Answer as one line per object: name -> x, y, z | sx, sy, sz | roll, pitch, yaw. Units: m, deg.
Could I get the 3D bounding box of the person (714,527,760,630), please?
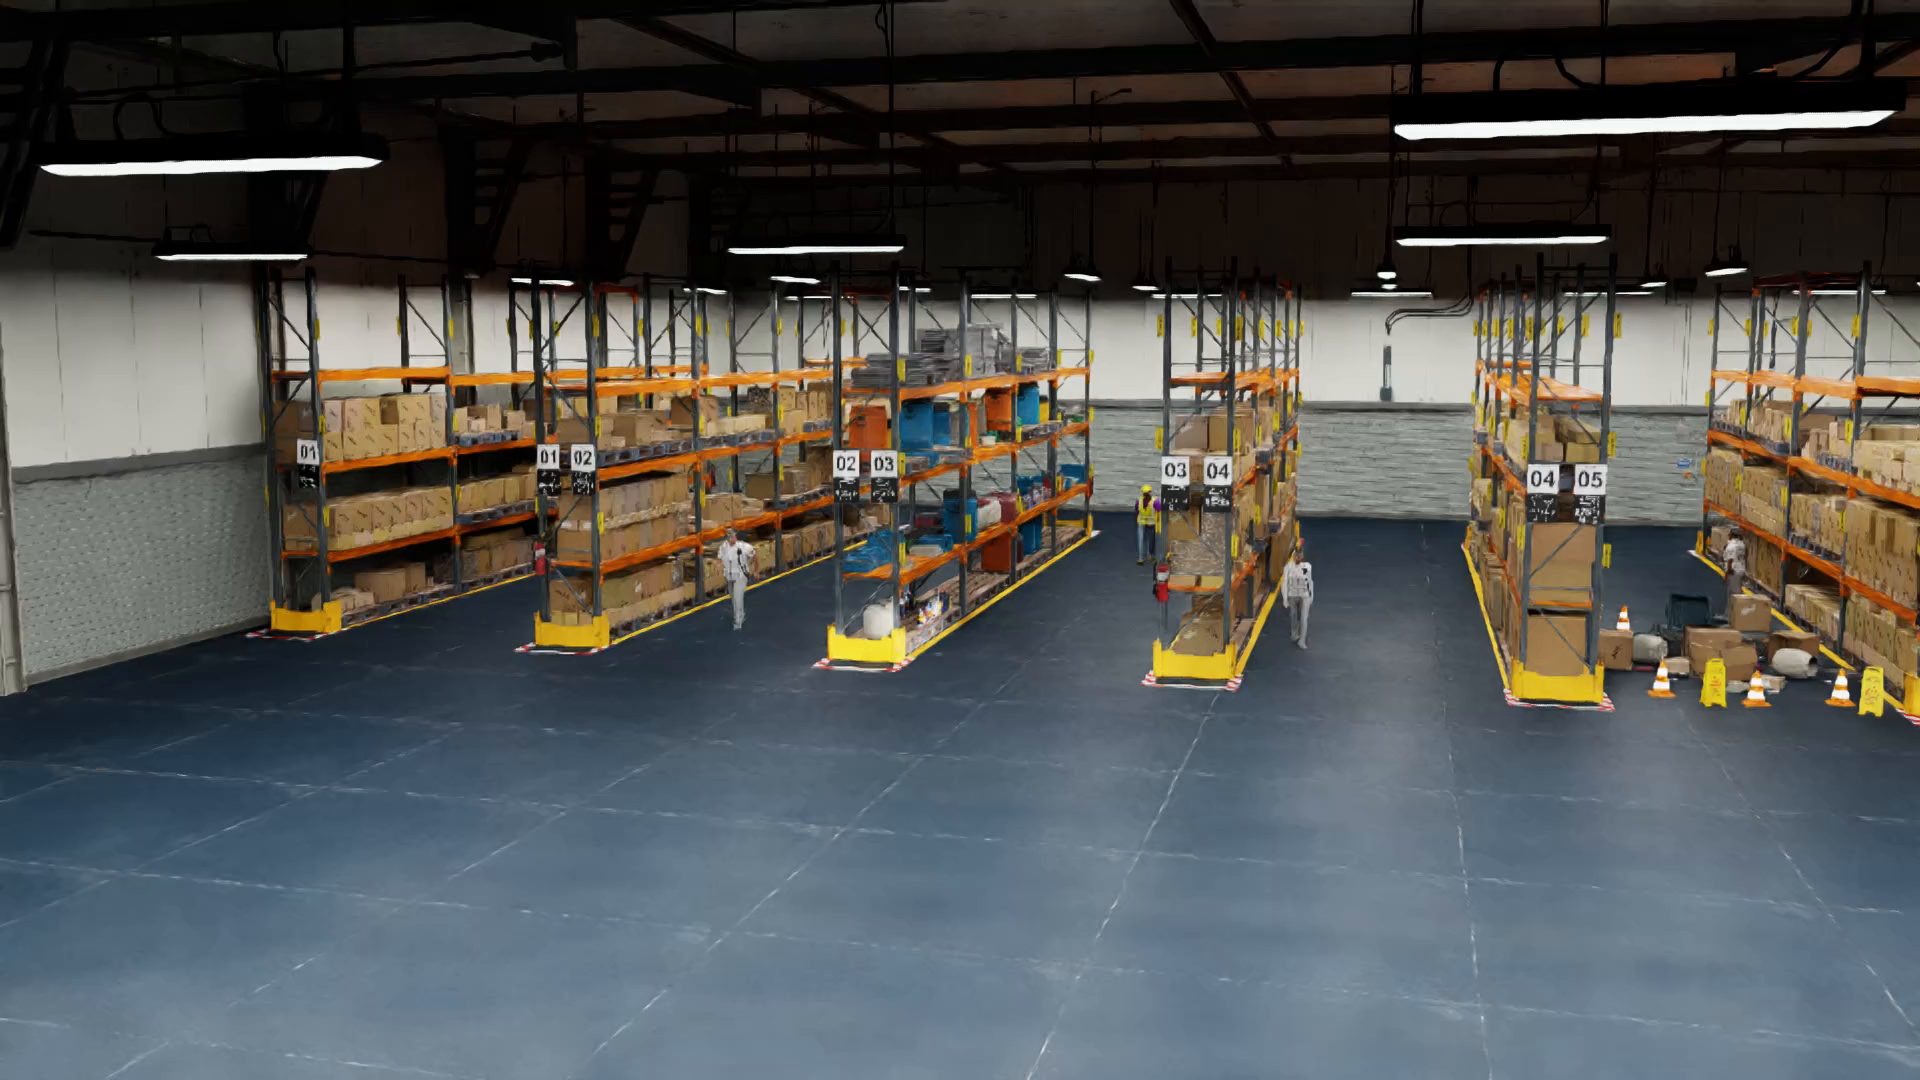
person -> -3.788, 0.607, 28.069 | 0.686, 1.704, 0.867 | 3, 8, 20

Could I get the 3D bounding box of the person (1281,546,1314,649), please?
person -> 5.323, 0.869, 26.266 | 0.495, 1.586, 1.086 | 2, 8, 16

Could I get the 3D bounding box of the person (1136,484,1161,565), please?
person -> 4.016, -0.349, 35.530 | 0.591, 1.716, 1.042 | 2, 7, 14

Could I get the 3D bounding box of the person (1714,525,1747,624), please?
person -> 13.150, 0.576, 28.328 | 0.556, 1.664, 0.581 | 6, 9, 38
